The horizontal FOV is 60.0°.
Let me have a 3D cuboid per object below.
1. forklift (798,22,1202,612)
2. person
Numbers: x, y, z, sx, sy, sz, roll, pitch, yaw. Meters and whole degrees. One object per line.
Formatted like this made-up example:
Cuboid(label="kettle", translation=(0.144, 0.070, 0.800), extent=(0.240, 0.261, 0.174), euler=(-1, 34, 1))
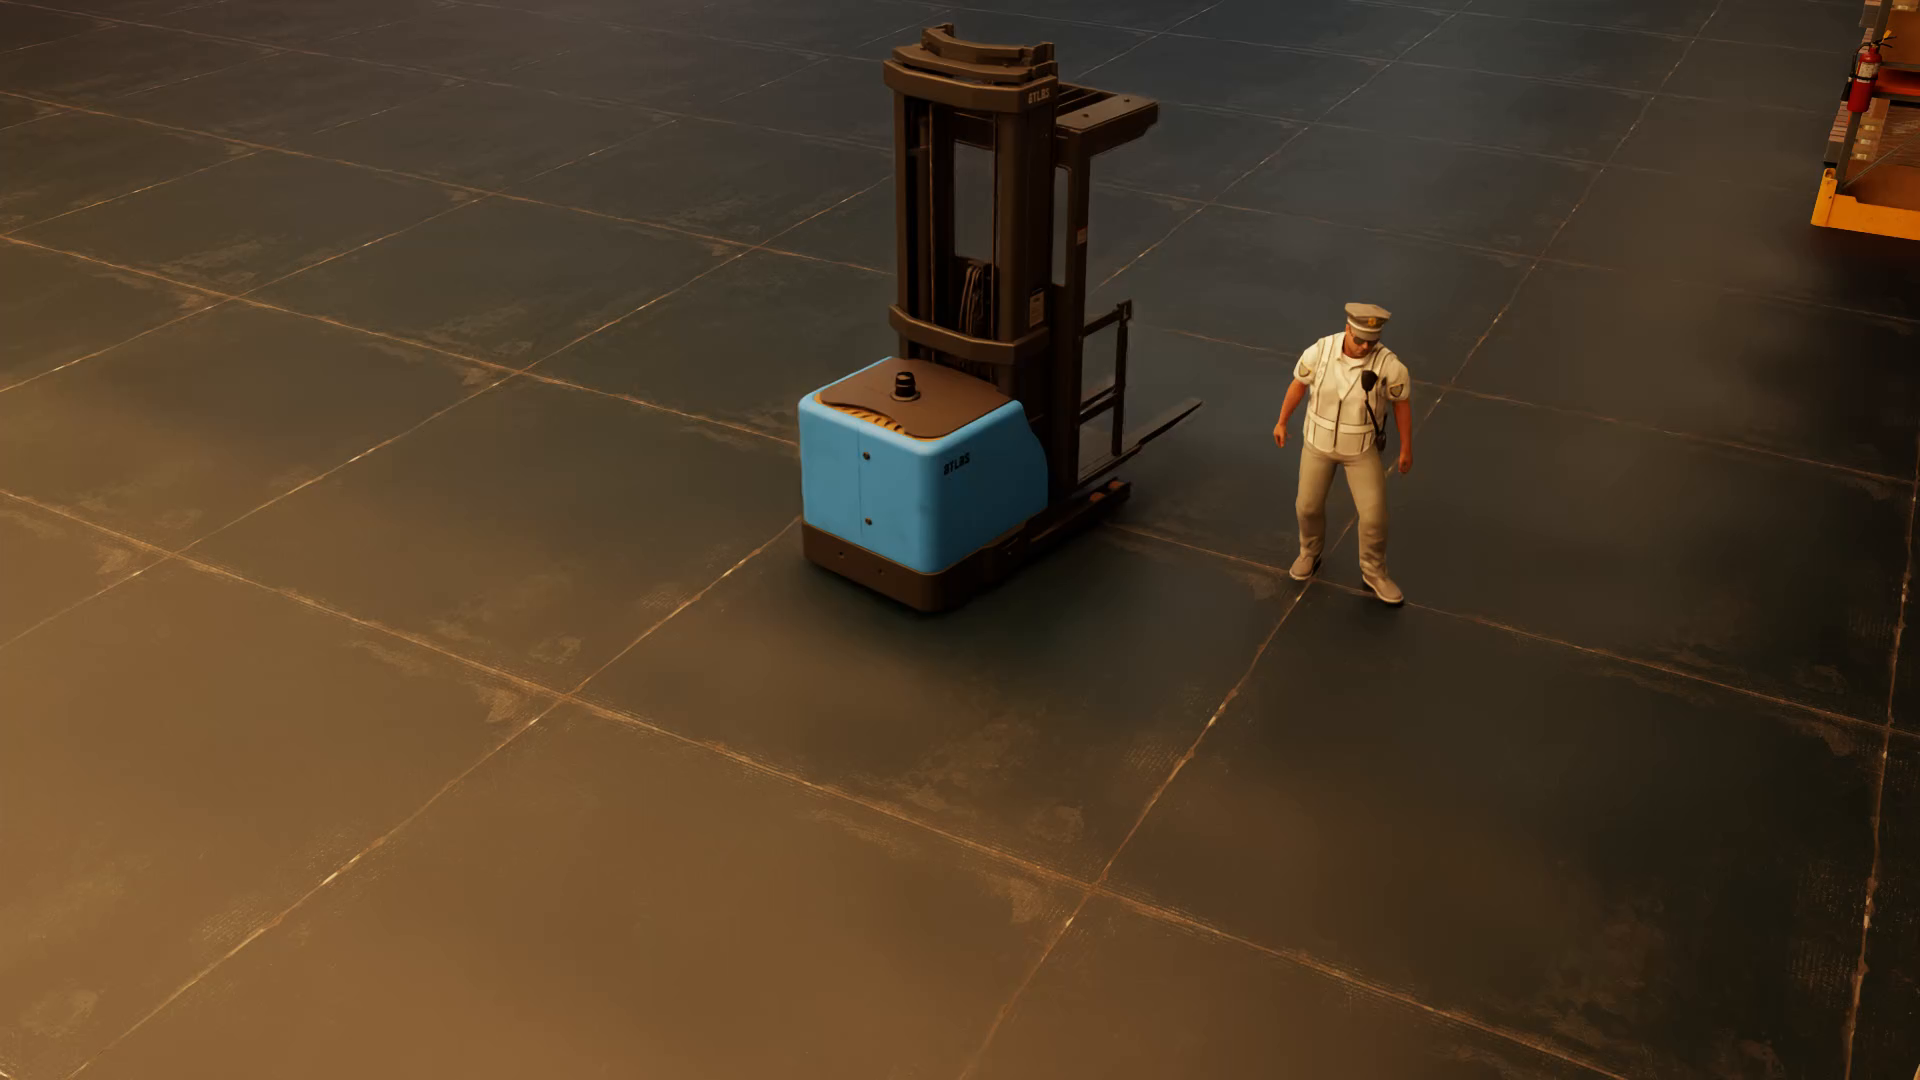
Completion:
Cuboid(label="forklift", translation=(0.408, -1.539, 9.737), extent=(1.130, 2.935, 3.031), euler=(22, 37, 34))
Cuboid(label="person", translation=(2.147, -0.523, 9.207), extent=(0.871, 1.715, 0.422), euler=(12, 32, 20))
